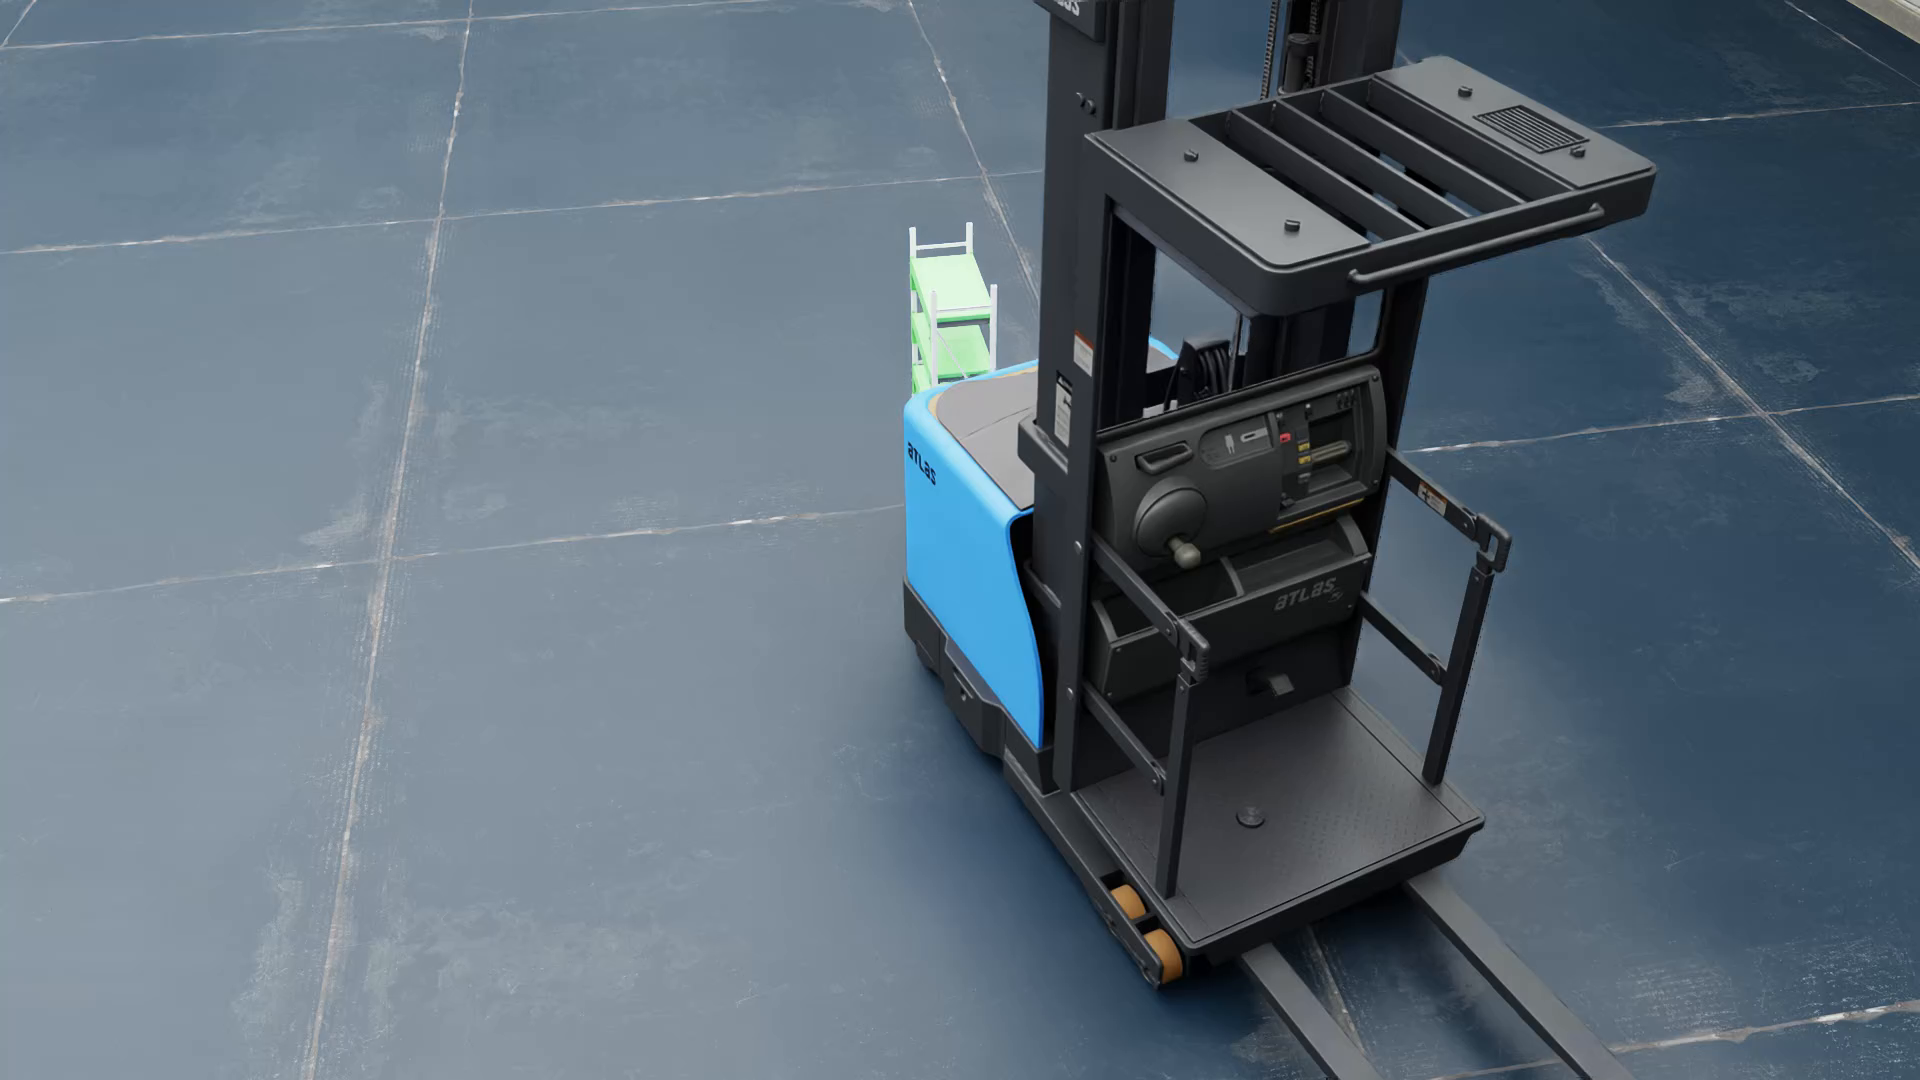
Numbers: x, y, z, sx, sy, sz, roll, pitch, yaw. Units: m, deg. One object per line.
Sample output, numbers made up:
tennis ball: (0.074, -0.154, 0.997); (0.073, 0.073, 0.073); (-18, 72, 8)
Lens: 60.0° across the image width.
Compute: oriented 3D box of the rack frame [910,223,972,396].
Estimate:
rack frame: (-0.072, -0.721, 6.700); (0.240, 1.200, 0.015); (-6, 38, -8)

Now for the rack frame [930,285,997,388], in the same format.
rack frame: (0.014, -0.426, 6.321); (0.240, 1.200, 0.015); (-6, 38, -8)

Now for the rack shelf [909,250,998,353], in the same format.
rack shelf: (-0.029, -0.902, 6.255); (0.258, 0.148, 0.480); (-6, 38, -8)

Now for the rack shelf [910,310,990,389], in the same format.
rack shelf: (-0.029, -0.713, 6.403); (0.258, 0.148, 0.480); (-6, 38, -8)

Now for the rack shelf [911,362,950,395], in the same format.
rack shelf: (-0.029, -0.523, 6.550); (0.258, 0.148, 0.480); (-6, 38, -8)

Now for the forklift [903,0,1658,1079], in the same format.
forklift: (0.914, -0.131, 4.530); (1.130, 2.935, 3.031); (-18, 41, -21)

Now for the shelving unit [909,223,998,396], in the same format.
shelving unit: (-0.029, -0.574, 6.511); (0.258, 1.200, 0.503); (-6, 38, -8)
